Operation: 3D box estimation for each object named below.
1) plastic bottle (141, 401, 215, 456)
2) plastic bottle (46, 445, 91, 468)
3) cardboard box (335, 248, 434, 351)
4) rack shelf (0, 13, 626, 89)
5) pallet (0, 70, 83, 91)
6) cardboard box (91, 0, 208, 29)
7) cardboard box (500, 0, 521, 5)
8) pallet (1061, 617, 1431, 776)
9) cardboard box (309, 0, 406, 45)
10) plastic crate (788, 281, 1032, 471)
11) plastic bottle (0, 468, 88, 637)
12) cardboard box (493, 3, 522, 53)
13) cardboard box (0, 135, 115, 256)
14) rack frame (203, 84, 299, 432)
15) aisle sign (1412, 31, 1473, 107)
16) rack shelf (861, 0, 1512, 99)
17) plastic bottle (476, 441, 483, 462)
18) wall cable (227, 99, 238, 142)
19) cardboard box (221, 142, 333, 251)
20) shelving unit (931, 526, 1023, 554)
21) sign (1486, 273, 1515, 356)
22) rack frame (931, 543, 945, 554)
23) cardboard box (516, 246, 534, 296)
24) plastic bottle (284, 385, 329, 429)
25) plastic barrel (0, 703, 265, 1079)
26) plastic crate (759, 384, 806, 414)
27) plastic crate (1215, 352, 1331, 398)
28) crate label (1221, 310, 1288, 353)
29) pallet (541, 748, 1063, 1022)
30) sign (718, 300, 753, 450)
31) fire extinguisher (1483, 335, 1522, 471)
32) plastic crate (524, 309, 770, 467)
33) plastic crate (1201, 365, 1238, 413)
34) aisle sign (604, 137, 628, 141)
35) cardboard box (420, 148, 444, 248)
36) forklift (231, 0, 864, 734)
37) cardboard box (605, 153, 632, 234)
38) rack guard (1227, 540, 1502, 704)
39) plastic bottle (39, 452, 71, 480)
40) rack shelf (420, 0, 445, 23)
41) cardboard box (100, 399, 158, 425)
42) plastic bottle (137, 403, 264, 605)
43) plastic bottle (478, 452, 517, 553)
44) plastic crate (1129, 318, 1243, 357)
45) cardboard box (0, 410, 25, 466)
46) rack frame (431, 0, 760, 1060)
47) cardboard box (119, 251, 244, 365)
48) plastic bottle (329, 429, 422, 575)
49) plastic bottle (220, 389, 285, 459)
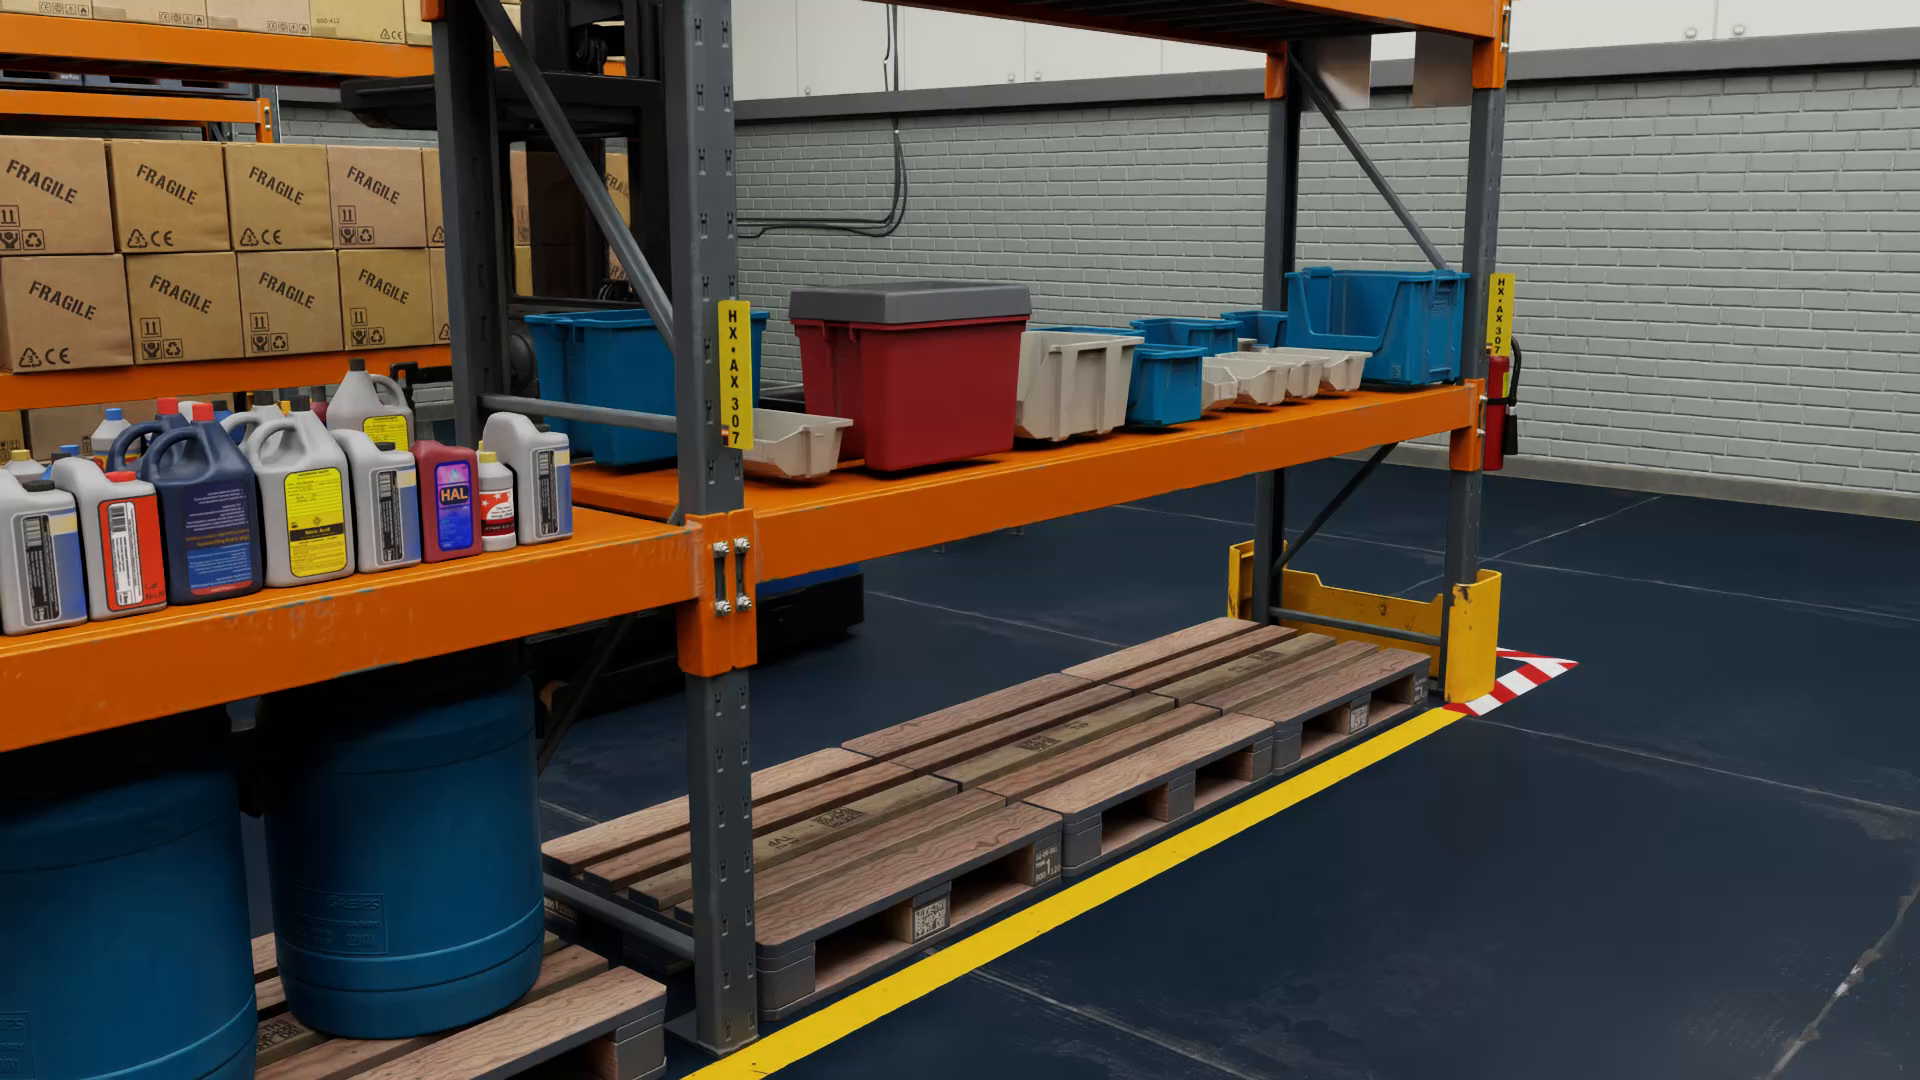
[{"bbox_3d":[-1.740,-0.166,3.702,0.152,0.276,0.135,10,15,40],"label":"plastic bottle"},{"bbox_3d":[-1.902,-0.102,3.570,0.097,0.201,0.097,0,11,0],"label":"plastic bottle"},{"bbox_3d":[-3.082,-1.254,8.574,0.500,0.500,0.500,9,15,40],"label":"cardboard box"},{"bbox_3d":[-3.305,-2.353,8.513,1.077,0.370,4.000,10,15,40],"label":"rack shelf"},{"bbox_3d":[-6.996,-3.306,11.673,1.003,0.211,1.213,10,15,40],"label":"pallet"},{"bbox_3d":[-3.785,-2.451,7.548,0.500,0.250,0.500,10,15,40],"label":"cardboard box"},{"bbox_3d":[-2.462,-2.990,8.970,0.500,0.250,0.500,10,15,40],"label":"cardboard box"},{"bbox_3d":[1.160,0.595,6.691,1.003,0.211,1.213,10,15,40],"label":"pallet"},{"bbox_3d":[-3.127,-2.598,8.286,0.500,0.250,0.500,10,15,40],"label":"cardboard box"},{"bbox_3d":[-0.129,-0.460,4.537,0.402,0.464,0.583,10,15,40],"label":"plastic crate"},{"bbox_3d":[-1.587,0.008,2.827,0.152,0.276,0.135,10,15,40],"label":"plastic bottle"},{"bbox_3d":[-2.464,-2.745,9.020,0.500,0.250,0.500,10,15,40],"label":"cardboard box"},{"bbox_3d":[-4.103,-1.513,7.321,0.500,0.500,0.500,10,15,42],"label":"cardboard box"},{"bbox_3d":[-5.708,-2.169,13.414,1.000,3.000,0.127,10,15,40],"label":"rack frame"},{"bbox_3d":[2.001,-2.136,6.609,0.394,0.787,0.004,10,15,40],"label":"aisle sign"},{"bbox_3d":[0.413,-1.712,5.304,1.077,0.370,4.000,10,15,40],"label":"rack shelf"},{"bbox_3d":[-1.030,-0.116,3.641,0.097,0.201,0.097,0,11,0],"label":"plastic bottle"},{"bbox_3d":[-5.574,-2.978,14.870,0.084,1.984,1.851,10,15,40],"label":"wall cable"},{"bbox_3d":[-3.423,-1.665,8.079,0.500,0.500,0.500,9,15,39],"label":"cardboard box"},{"bbox_3d":[-0.004,-0.734,10.059,0.431,1.500,0.755,10,15,40],"label":"shelving unit"},{"bbox_3d":[2.157,-0.900,6.640,0.100,0.325,0.005,10,15,40],"label":"sign"},{"bbox_3d":[-0.246,-0.681,9.790,0.400,1.500,0.023,10,15,40],"label":"rack frame"},{"bbox_3d":[-2.416,-1.401,9.309,0.500,0.500,0.500,10,15,41],"label":"cardboard box"},{"bbox_3d":[-1.558,-0.224,3.973,0.061,0.283,0.133,10,15,40],"label":"plastic bottle"},{"bbox_3d":[-1.746,0.705,3.307,0.600,0.901,0.708,10,15,40],"label":"plastic barrel"},{"bbox_3d":[-0.370,-0.394,5.074,0.437,0.125,0.590,10,15,40],"label":"plastic crate"},{"bbox_3d":[1.129,-0.604,6.099,0.396,0.136,0.243,10,15,40],"label":"plastic crate"},{"bbox_3d":[1.323,-0.842,7.042,0.416,0.233,0.303,10,15,40],"label":"crate label"},{"bbox_3d":[-0.451,0.954,4.894,1.003,0.211,1.213,10,15,40],"label":"pallet"},{"bbox_3d":[-0.495,-0.364,3.670,0.100,0.325,0.005,10,15,40],"label":"sign"},{"bbox_3d":[2.174,-0.631,6.862,0.296,0.674,0.183,10,15,40],"label":"fire extinguisher"},{"bbox_3d":[-0.855,-0.434,4.614,0.392,0.384,0.575,10,15,40],"label":"plastic crate"},{"bbox_3d":[0.782,-0.514,5.647,0.298,0.136,0.250,10,15,40],"label":"plastic crate"},{"bbox_3d":[-2.160,-2.852,10.196,0.394,0.787,0.004,10,15,40],"label":"aisle sign"},{"bbox_3d":[-2.744,-1.816,8.839,0.500,0.500,0.500,10,15,42],"label":"cardboard box"},{"bbox_3d":[-1.788,-0.824,6.854,1.130,2.935,3.031,9,15,39],"label":"forklift"},{"bbox_3d":[-2.072,-1.968,9.596,0.500,0.500,0.500,10,15,40],"label":"cardboard box"},{"bbox_3d":[1.740,0.332,7.272,1.175,0.500,0.348,10,15,40],"label":"rack guard"},{"bbox_3d":[-1.604,-0.022,2.994,0.097,0.271,0.097,0,11,0],"label":"plastic bottle"},{"bbox_3d":[-2.227,-1.124,2.358,1.077,0.370,4.000,10,15,40],"label":"rack shelf"},{"bbox_3d":[-6.426,-0.960,12.668,0.700,0.500,0.500,10,15,40],"label":"cardboard box"},{"bbox_3d":[-1.390,-0.071,3.034,0.144,0.351,0.185,10,15,40],"label":"plastic bottle"},{"bbox_3d":[-0.980,-0.082,3.471,0.097,0.201,0.097,0,11,0],"label":"plastic bottle"},{"bbox_3d":[0.889,-0.745,6.557,0.416,0.233,0.300,10,15,40],"label":"plastic crate"},{"bbox_3d":[-7.104,-0.806,11.900,0.700,0.500,0.500,10,15,42],"label":"cardboard box"},{"bbox_3d":[-0.907,-0.300,4.054,1.000,3.000,0.127,10,15,40],"label":"rack frame"},{"bbox_3d":[-3.749,-1.105,7.832,0.500,0.500,0.500,10,15,41],"label":"cardboard box"},{"bbox_3d":[-1.166,-0.085,3.298,0.152,0.276,0.135,10,15,40],"label":"plastic bottle"},{"bbox_3d":[-1.376,-0.117,3.263,0.144,0.351,0.185,10,15,40],"label":"plastic bottle"}]
